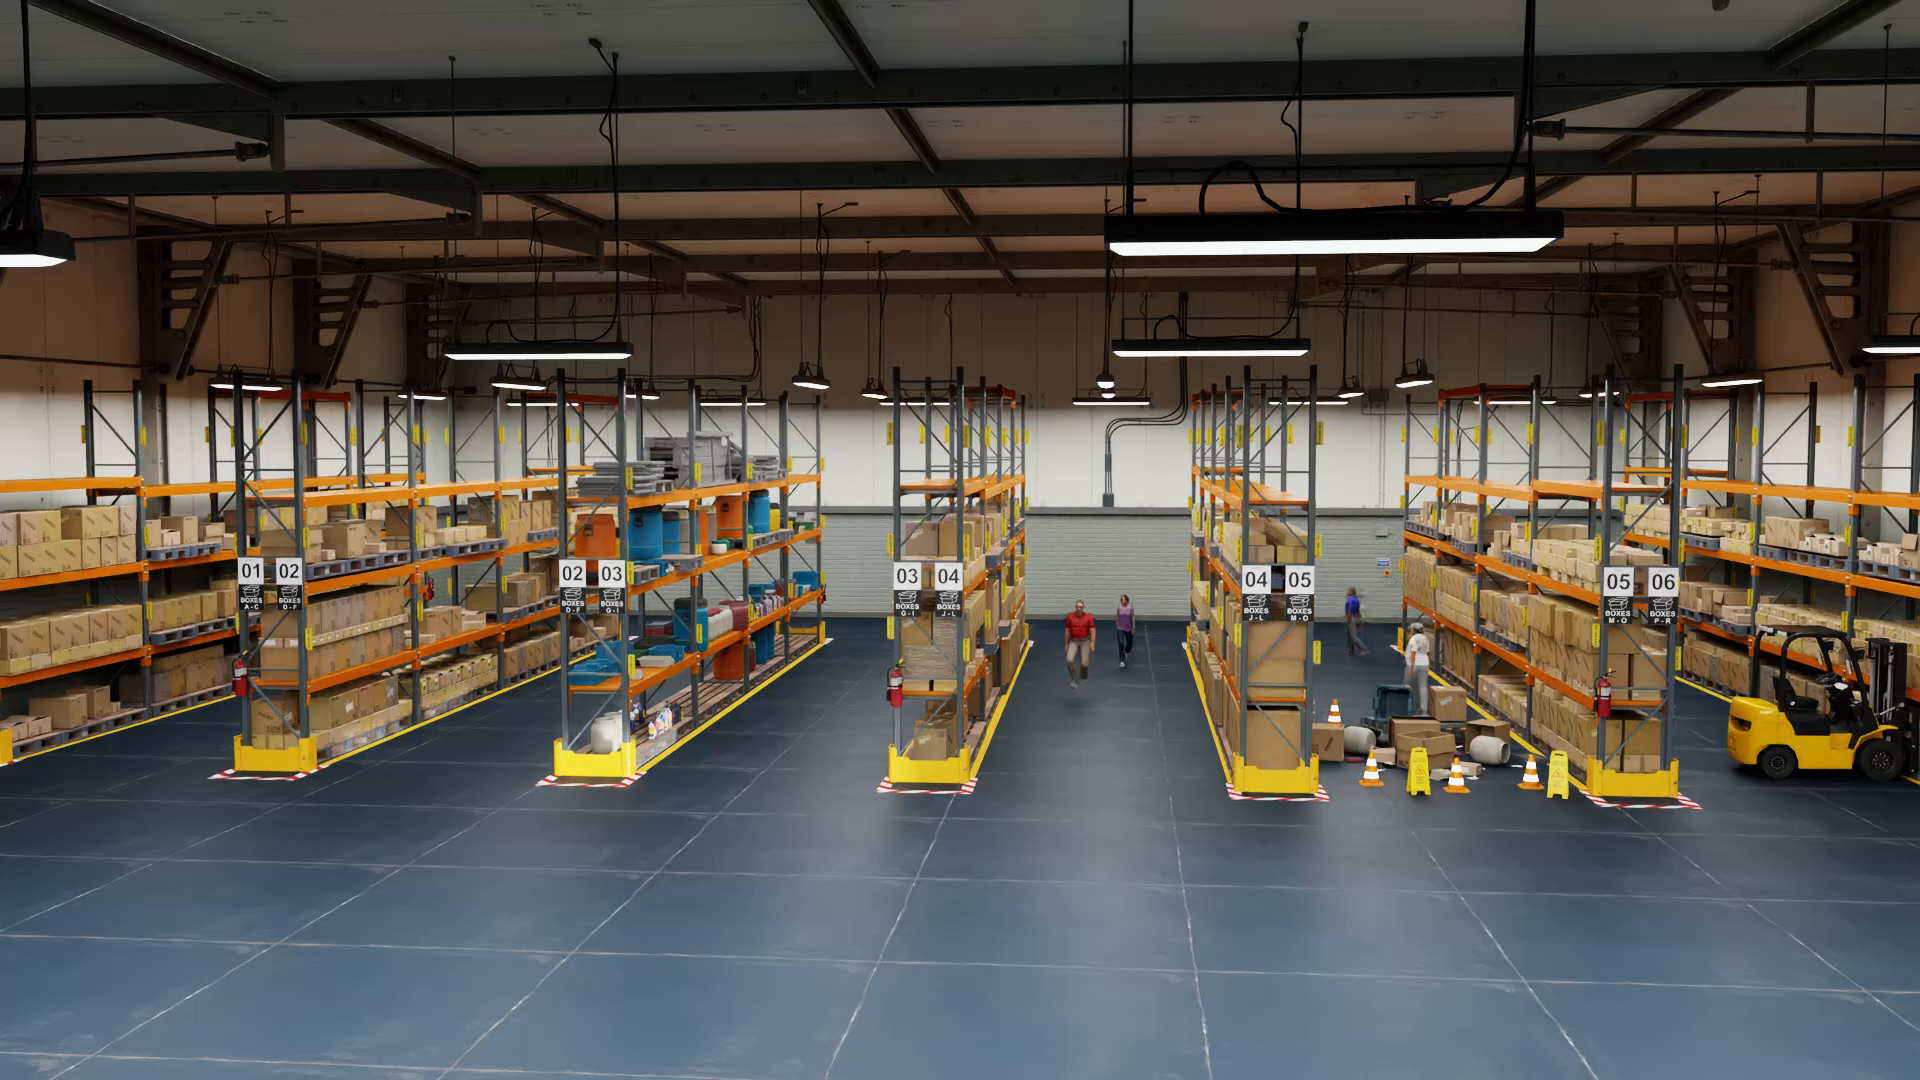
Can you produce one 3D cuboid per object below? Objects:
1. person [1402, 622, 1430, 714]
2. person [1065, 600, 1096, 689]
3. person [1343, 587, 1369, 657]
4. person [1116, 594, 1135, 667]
[{"bbox_3d":[8.263,2.332,30.041,0.502,1.688,0.701,0,4,-7],"label":"person"},{"bbox_3d":[2.288,1.980,31.688,0.585,1.668,0.579,0,4,7],"label":"person"},{"bbox_3d":[8.946,1.853,37.549,0.550,1.581,0.871,-3,4,-38],"label":"person"},{"bbox_3d":[3.617,1.959,36.297,0.418,1.548,0.768,0,4,4],"label":"person"}]
